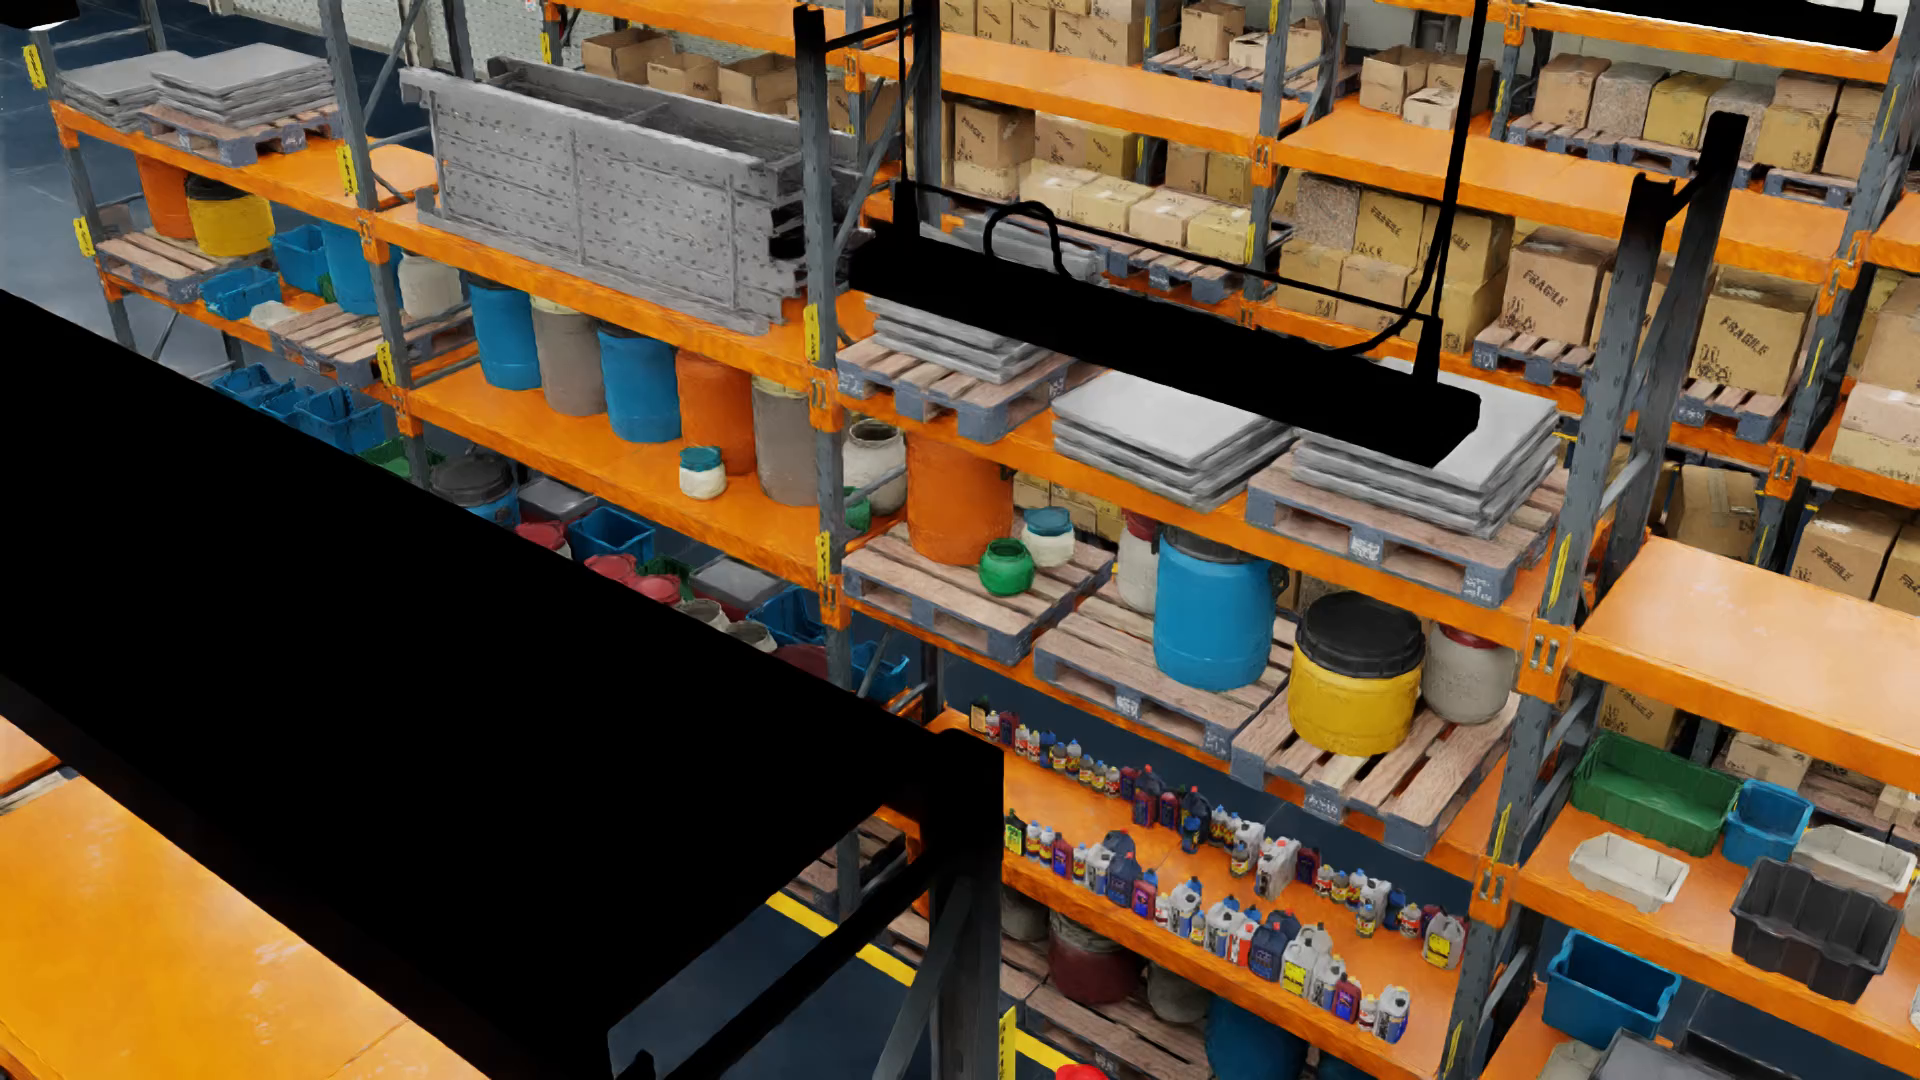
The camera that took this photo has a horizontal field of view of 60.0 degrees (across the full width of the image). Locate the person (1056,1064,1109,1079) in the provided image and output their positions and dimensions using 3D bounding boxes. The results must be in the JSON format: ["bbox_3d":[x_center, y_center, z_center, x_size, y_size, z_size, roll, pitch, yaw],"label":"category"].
[{"bbox_3d":[0.616,3.269,8.264,1.044,1.736,0.567,21,37,30],"label":"person"}]
